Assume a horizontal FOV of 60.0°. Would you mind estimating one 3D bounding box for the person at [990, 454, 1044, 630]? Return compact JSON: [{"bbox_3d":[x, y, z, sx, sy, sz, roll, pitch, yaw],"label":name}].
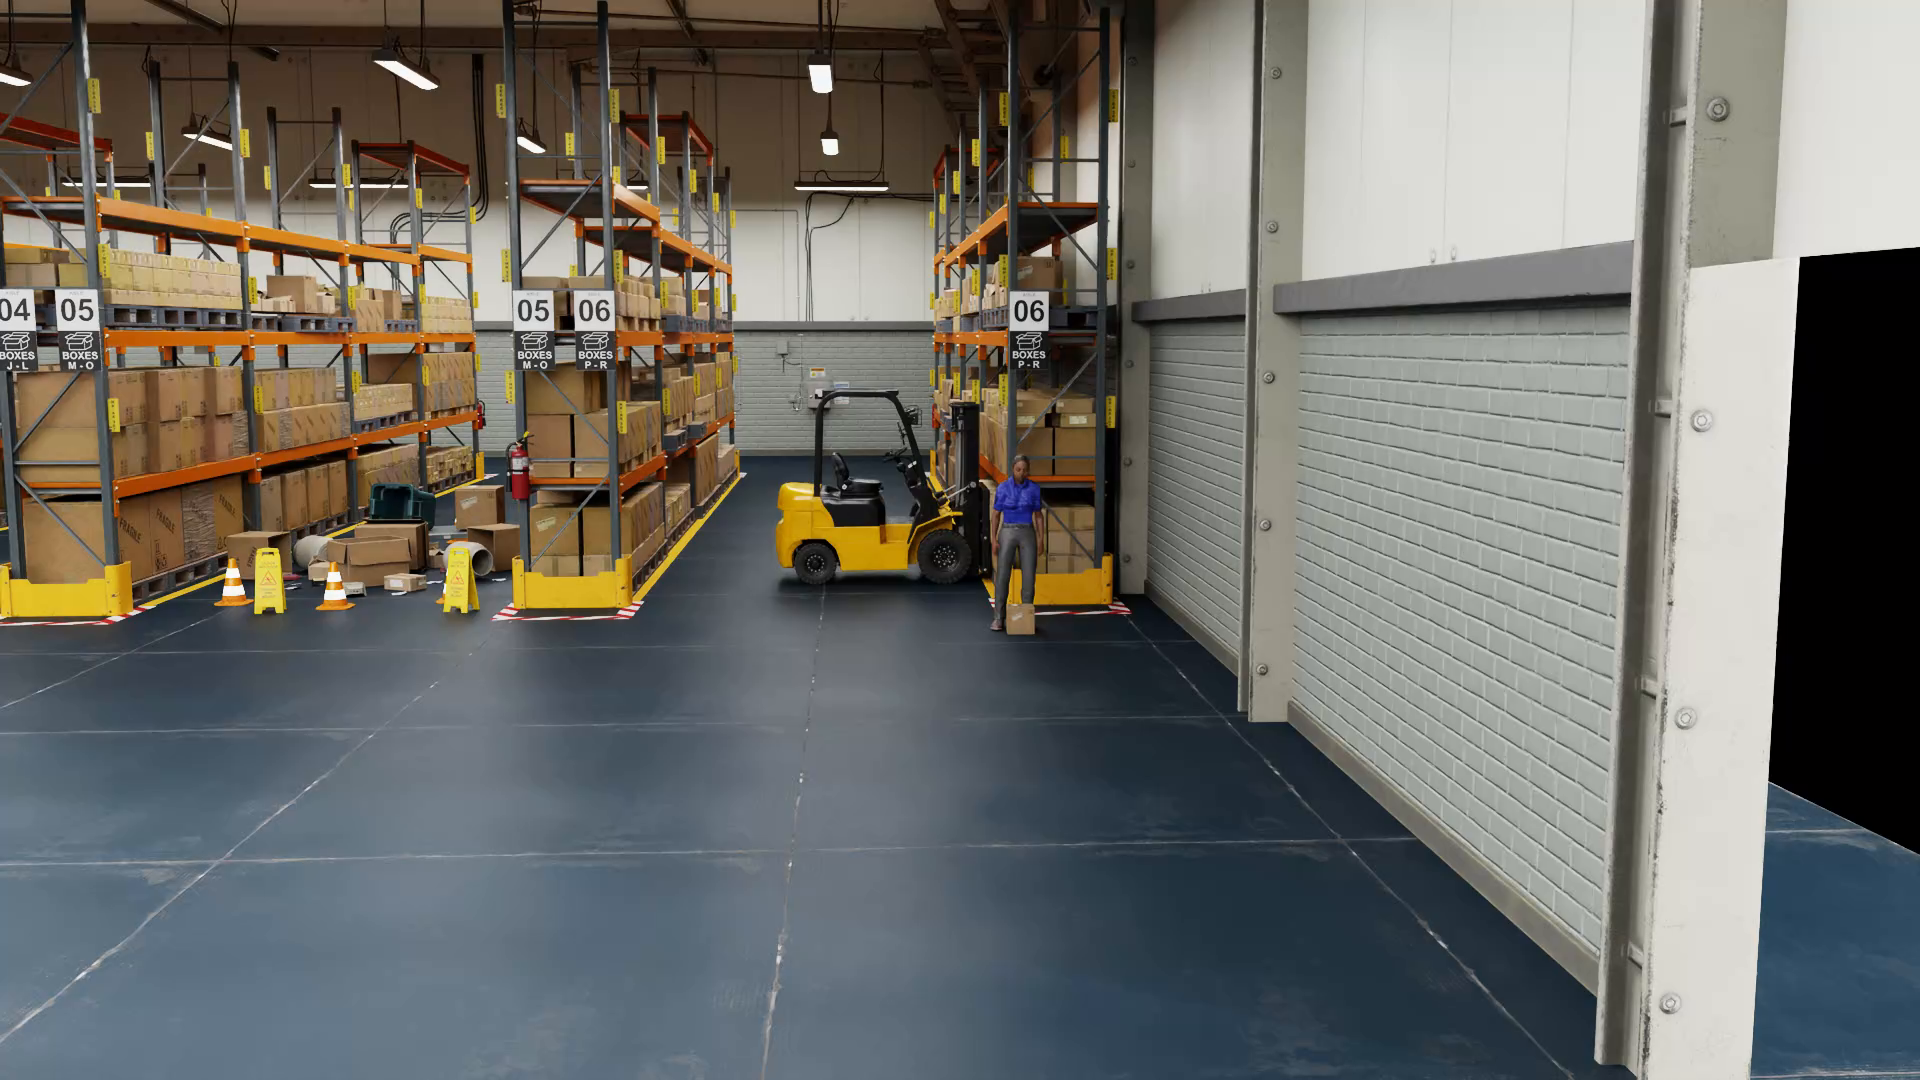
[{"bbox_3d":[0.537,0.013,15.664,0.518,1.654,0.352,-1,7,-5],"label":"person"}]
